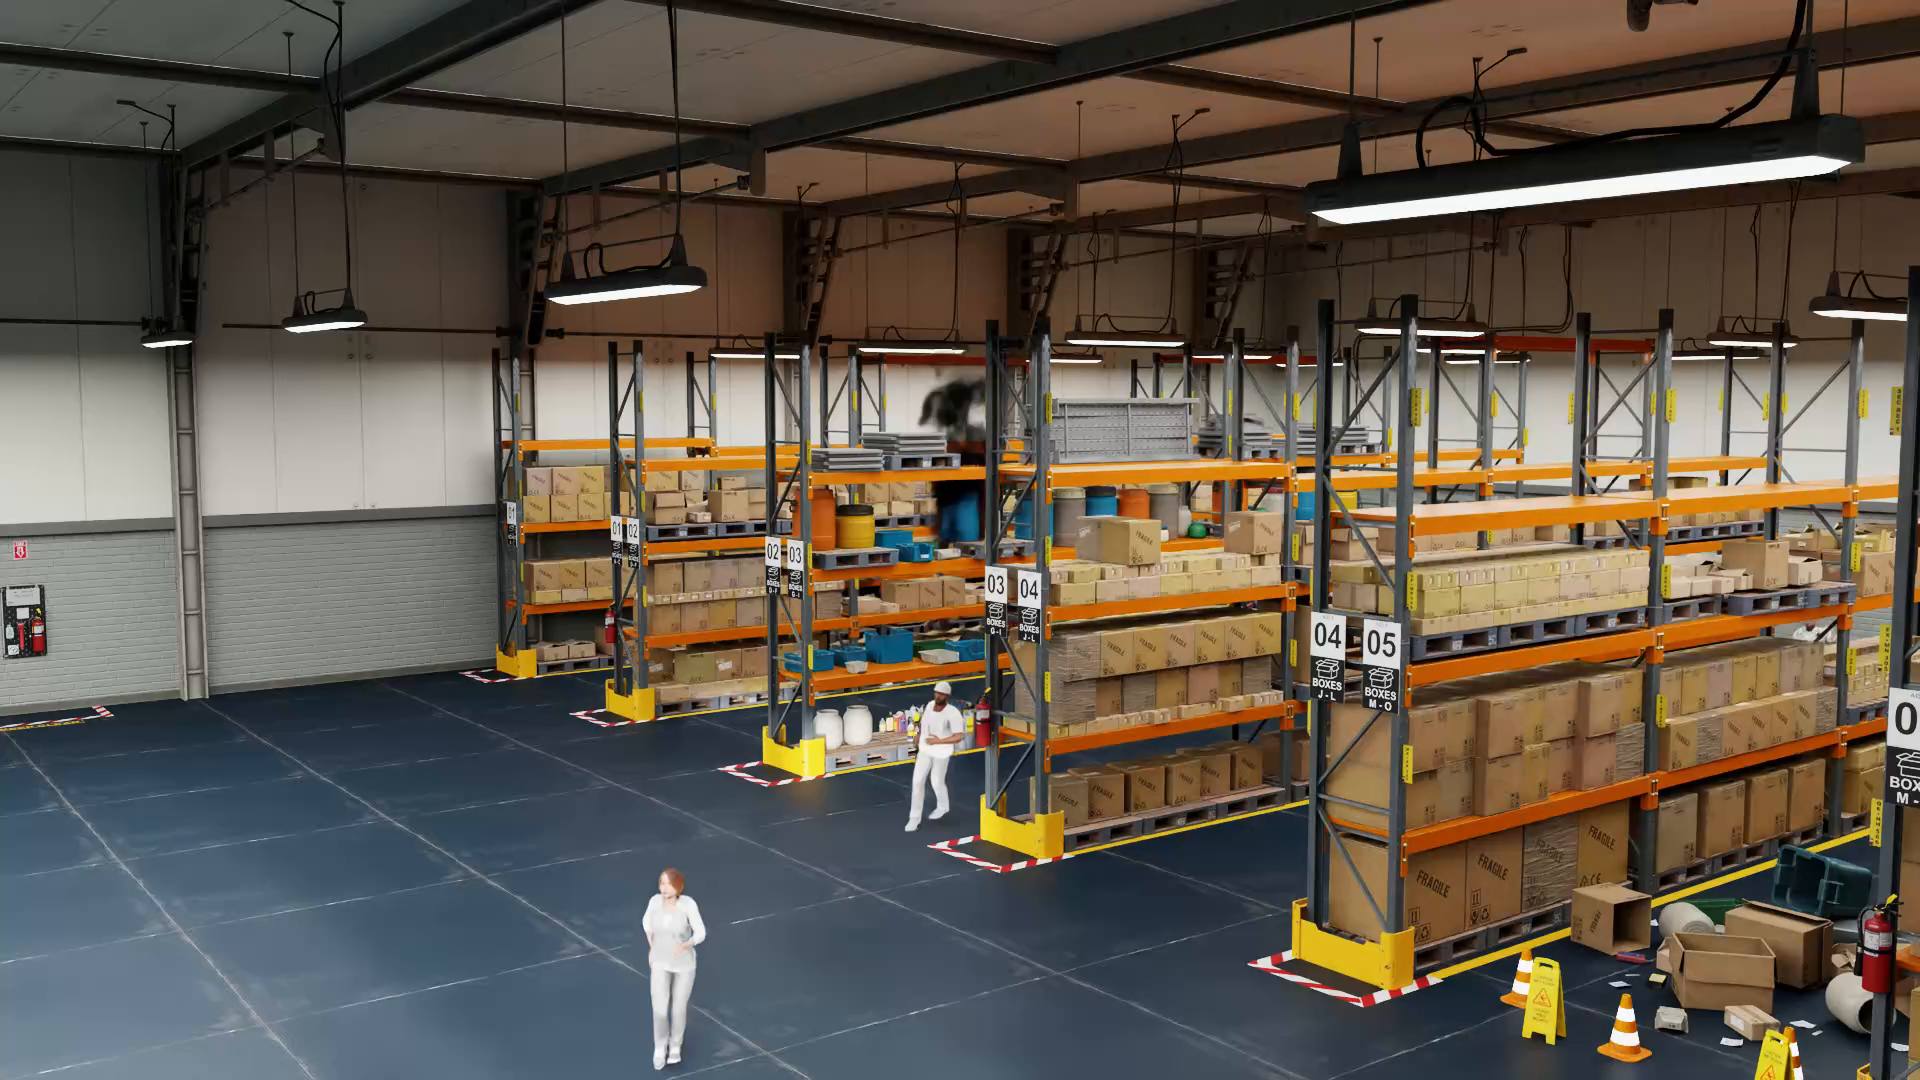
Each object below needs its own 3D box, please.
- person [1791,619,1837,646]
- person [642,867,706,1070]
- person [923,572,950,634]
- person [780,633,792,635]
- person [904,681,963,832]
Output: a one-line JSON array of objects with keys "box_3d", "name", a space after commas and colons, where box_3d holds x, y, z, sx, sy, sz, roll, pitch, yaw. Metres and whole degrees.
[{"box_3d": [13.551, 1.981, 26.467, 0.889, 1.761, 0.693, -5, 7, -43], "name": "person"}, {"box_3d": [-2.186, 3.260, 12.641, 0.511, 1.567, 0.631, 0, 5, -1], "name": "person"}, {"box_3d": [-0.385, 1.455, 32.973, 0.497, 1.698, 0.818, 5, 7, 43], "name": "person"}, {"box_3d": [-3.161, 1.636, 30.648, 0.600, 1.681, 0.892, 5, 7, 44], "name": "person"}, {"box_3d": [-0.249, 2.559, 19.797, 0.693, 1.794, 0.785, 3, 6, 29], "name": "person"}]
